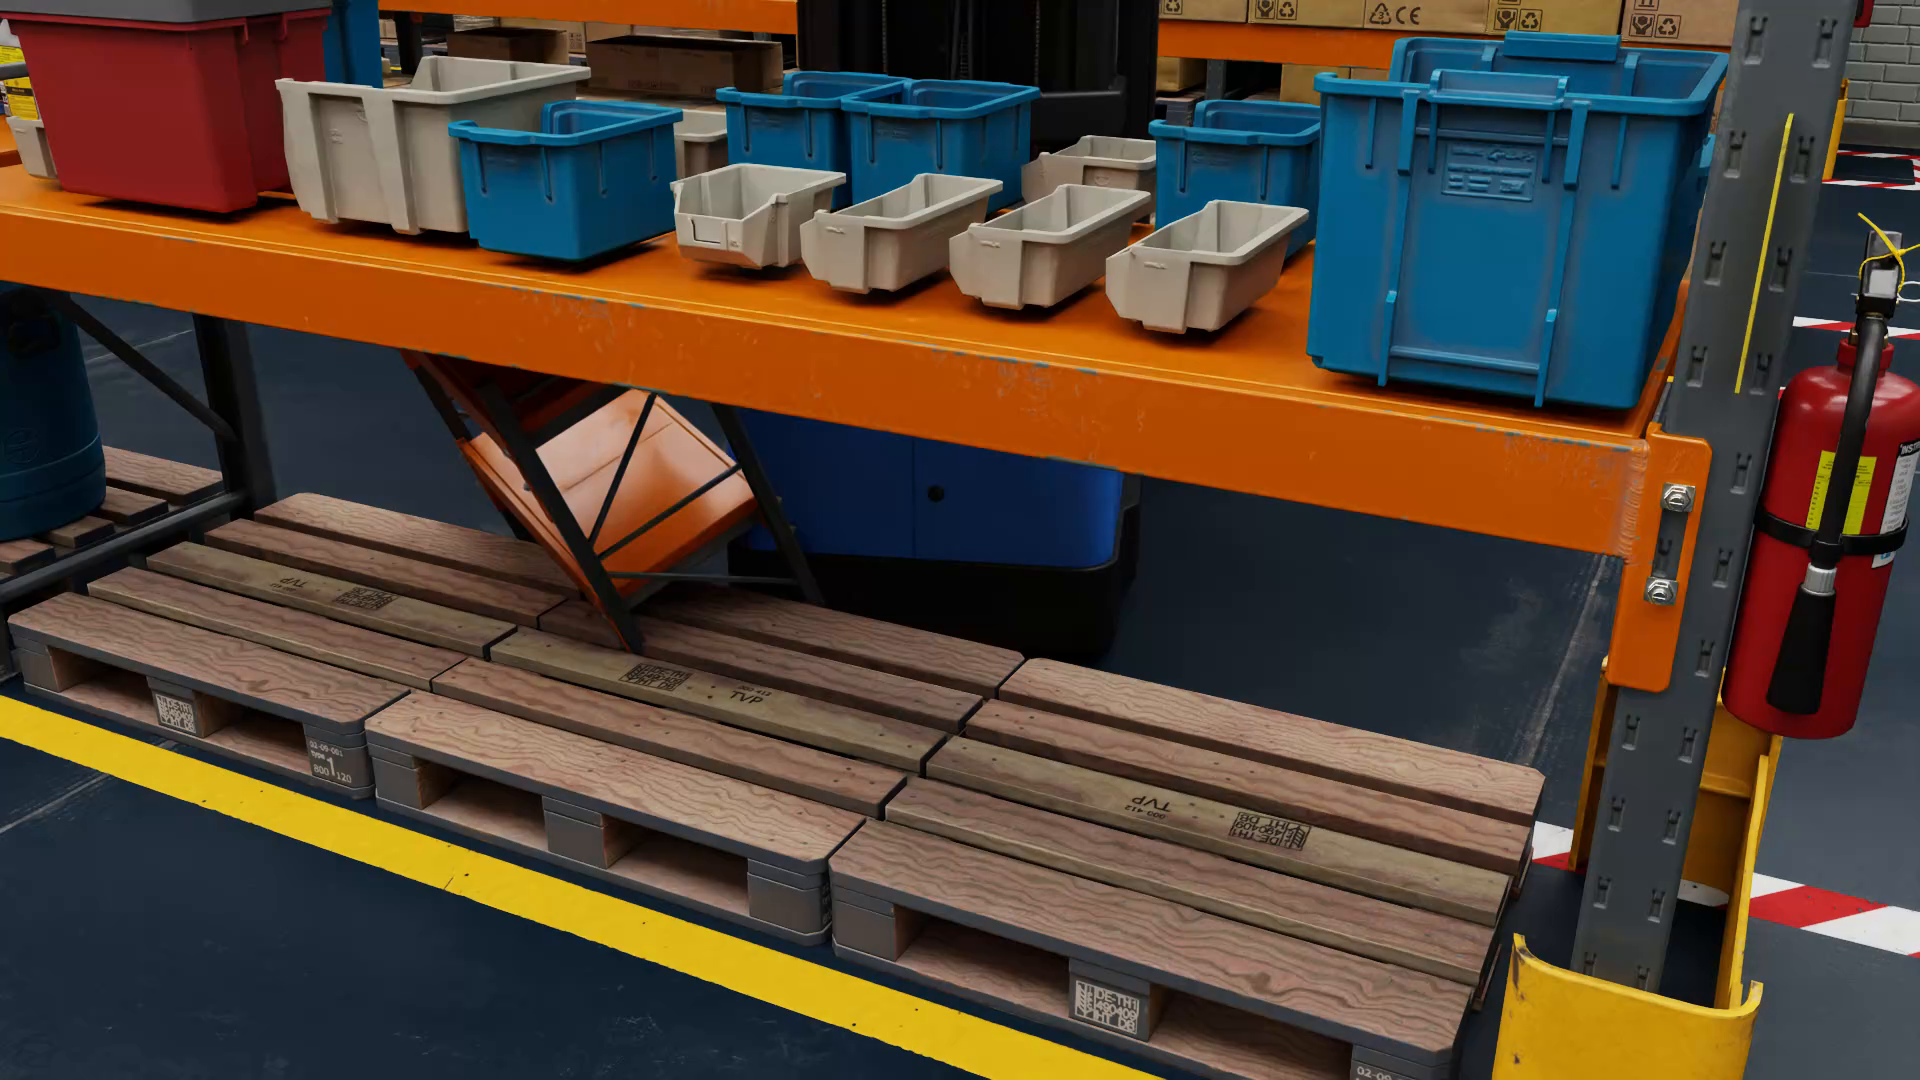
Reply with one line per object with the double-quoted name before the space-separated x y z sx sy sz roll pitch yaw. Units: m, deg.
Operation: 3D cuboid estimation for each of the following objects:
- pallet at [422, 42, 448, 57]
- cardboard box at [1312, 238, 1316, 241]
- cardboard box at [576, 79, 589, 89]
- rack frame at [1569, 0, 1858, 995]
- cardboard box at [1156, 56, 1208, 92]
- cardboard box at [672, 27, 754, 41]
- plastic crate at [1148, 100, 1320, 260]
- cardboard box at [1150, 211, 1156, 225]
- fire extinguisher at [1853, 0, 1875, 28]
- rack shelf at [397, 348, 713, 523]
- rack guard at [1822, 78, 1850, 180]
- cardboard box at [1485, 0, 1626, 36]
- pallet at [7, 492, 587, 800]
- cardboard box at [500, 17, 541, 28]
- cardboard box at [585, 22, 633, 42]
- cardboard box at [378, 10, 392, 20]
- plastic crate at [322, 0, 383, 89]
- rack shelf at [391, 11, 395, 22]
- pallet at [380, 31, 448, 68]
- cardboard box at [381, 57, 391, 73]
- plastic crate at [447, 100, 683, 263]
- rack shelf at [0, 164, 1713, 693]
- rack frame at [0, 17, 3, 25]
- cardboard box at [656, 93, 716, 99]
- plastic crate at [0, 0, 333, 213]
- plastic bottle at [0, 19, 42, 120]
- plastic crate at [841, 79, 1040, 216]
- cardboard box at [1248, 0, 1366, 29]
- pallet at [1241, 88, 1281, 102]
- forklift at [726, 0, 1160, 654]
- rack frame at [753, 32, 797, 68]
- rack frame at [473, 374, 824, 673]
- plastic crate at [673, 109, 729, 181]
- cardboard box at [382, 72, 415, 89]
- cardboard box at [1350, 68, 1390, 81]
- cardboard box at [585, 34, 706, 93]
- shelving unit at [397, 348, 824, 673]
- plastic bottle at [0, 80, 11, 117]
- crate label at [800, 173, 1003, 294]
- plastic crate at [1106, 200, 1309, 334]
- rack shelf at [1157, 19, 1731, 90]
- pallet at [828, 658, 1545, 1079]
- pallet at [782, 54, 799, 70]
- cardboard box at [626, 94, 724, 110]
"pallet" -4.333 -4.624 15.854 1.213 0.211 1.003 11 25 25
"cardboard box" 1.558 -1.625 7.865 0.637 0.503 0.797 11 25 25
"cardboard box" -2.288 -2.485 9.892 0.500 0.500 0.500 10 25 23
"rack frame" 1.211 -0.465 2.511 0.127 3.000 1.000 11 25 25
"cardboard box" 1.472 -3.905 12.810 0.750 0.750 0.750 12 26 25
"cardboard box" -2.125 -4.499 14.628 0.500 0.500 0.700 12 26 25
"plastic crate" 0.551 -0.691 3.179 0.300 0.233 0.416 11 25 25
"cardboard box" 0.933 -1.501 8.004 0.250 0.166 0.380 11 25 25
"fire extinguisher" 5.607 -3.530 10.294 0.183 0.674 0.296 11 25 25
"rack shelf" -1.062 -0.495 4.179 0.538 0.278 1.000 -35 43 -17
"rack guard" 5.702 -2.771 11.127 0.348 0.500 1.175 11 25 25
"cardboard box" 2.462 -2.315 6.733 0.500 0.500 0.500 11 26 25
"pallet" -1.685 0.228 4.445 1.213 0.211 1.003 11 25 25
"cardboard box" -3.880 -4.899 15.568 0.500 0.500 0.700 11 25 24
"cardboard box" -2.988 -4.709 15.121 0.500 0.500 0.700 11 25 24
"cardboard box" -5.973 -5.266 16.431 0.500 0.500 0.500 9 25 21
"plastic crate" -1.789 -1.229 4.250 0.575 0.384 0.392 11 25 25
"rack shelf" -5.475 -3.629 10.871 4.000 0.370 1.077 11 25 25
"pallet" -5.644 -4.867 16.426 1.213 0.211 1.003 11 25 25
"cardboard box" -4.025 -2.988 10.704 0.500 0.311 0.500 12 26 26
"plastic crate" -0.738 -0.689 3.175 0.300 0.233 0.416 11 25 25
"rack shelf" -0.574 -0.487 3.483 4.000 0.370 1.077 11 25 25
"rack frame" -7.260 -4.314 11.560 0.127 3.000 1.000 11 25 25
"cardboard box" -1.366 -2.305 9.469 0.500 0.500 0.500 12 26 25
"plastic crate" -1.675 -0.984 3.571 0.583 0.464 0.402 11 25 25
"plastic bottle" -2.563 -1.332 4.611 0.185 0.351 0.144 11 25 25
"plastic crate" -0.036 -0.807 3.452 0.300 0.233 0.416 11 25 25
"cardboard box" 1.569 -2.494 7.154 0.500 0.500 0.500 11 25 24
"pallet" 2.754 -3.187 12.474 1.213 0.211 1.003 11 25 25
"forklift" 0.087 -1.594 5.252 1.130 2.935 3.031 3 23 7
"rack frame" -1.459 -5.338 13.969 0.127 3.000 1.000 11 25 25
"rack frame" -0.697 -0.067 4.012 0.500 1.125 0.032 -35 43 -17
"plastic crate" -0.669 -0.875 3.736 0.466 0.136 0.293 11 25 25
"cardboard box" -3.413 -2.479 9.879 0.500 0.500 0.500 12 26 27
"cardboard box" 3.179 -3.417 12.109 0.500 0.500 0.700 11 25 24
"cardboard box" -1.783 -2.734 9.519 0.500 0.250 0.500 11 25 24
"shelving unit" -0.984 -0.287 4.370 0.538 1.125 1.048 -35 43 -17
"plastic bottle" -2.724 -1.332 4.802 0.097 0.201 0.097 0 23 0
"crate label" -0.111 -0.549 2.969 0.243 0.136 0.396 11 25 25
"plastic crate" 0.401 -0.452 2.741 0.243 0.136 0.396 11 25 25
"rack shelf" 1.664 -2.217 7.549 4.000 0.370 1.077 11 25 25
"pallet" 0.492 0.659 3.431 1.213 0.211 1.003 11 25 25
"pallet" -2.155 -4.193 14.841 1.213 0.211 1.003 11 25 25
"cardboard box" -1.575 -2.119 9.032 0.500 0.500 0.500 12 26 25
